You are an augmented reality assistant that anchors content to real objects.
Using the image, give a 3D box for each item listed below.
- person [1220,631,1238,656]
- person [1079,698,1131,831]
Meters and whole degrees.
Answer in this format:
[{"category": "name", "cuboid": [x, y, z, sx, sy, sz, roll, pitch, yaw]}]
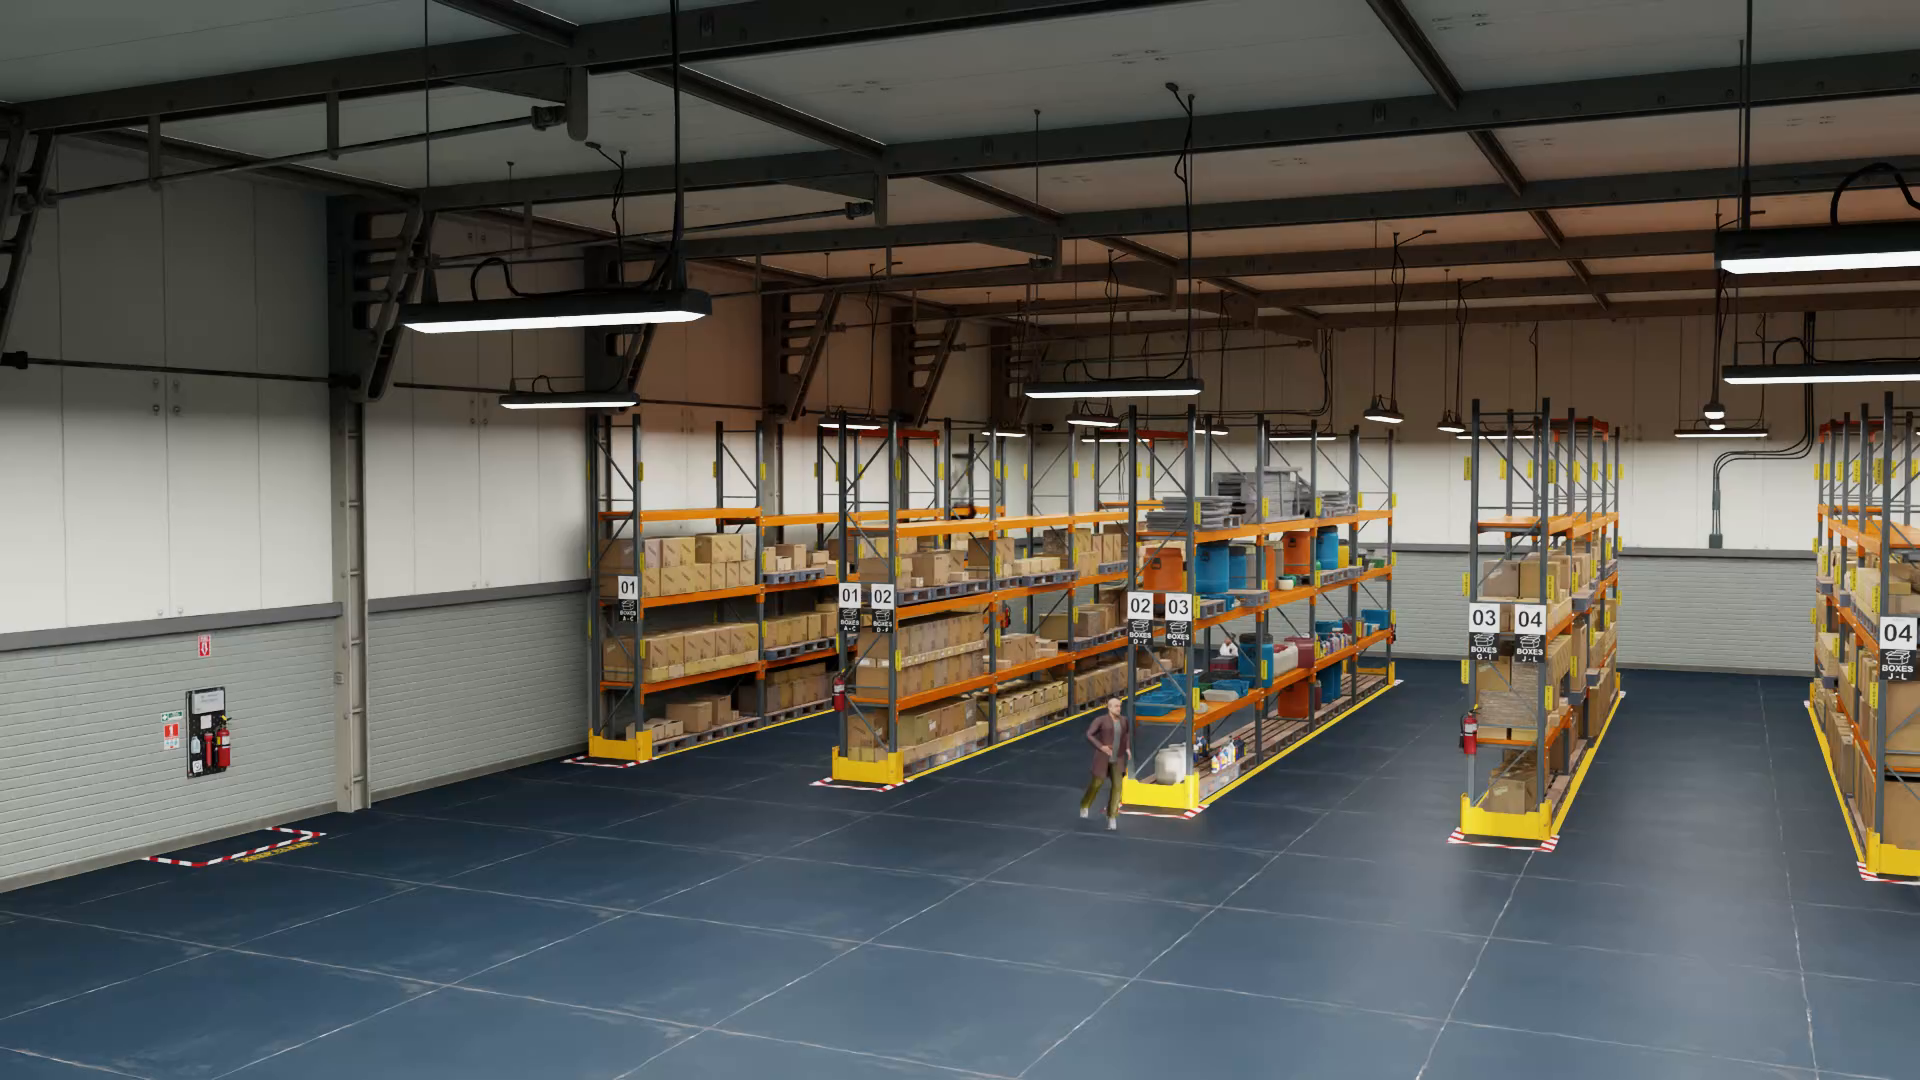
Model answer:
[{"category": "person", "cuboid": [5.616, 2.738, 34.823, 0.598, 1.666, 0.544, 2, 3, 36]}, {"category": "person", "cuboid": [2.141, 3.150, 23.640, 0.769, 1.797, 0.938, -1, 2, -17]}]
